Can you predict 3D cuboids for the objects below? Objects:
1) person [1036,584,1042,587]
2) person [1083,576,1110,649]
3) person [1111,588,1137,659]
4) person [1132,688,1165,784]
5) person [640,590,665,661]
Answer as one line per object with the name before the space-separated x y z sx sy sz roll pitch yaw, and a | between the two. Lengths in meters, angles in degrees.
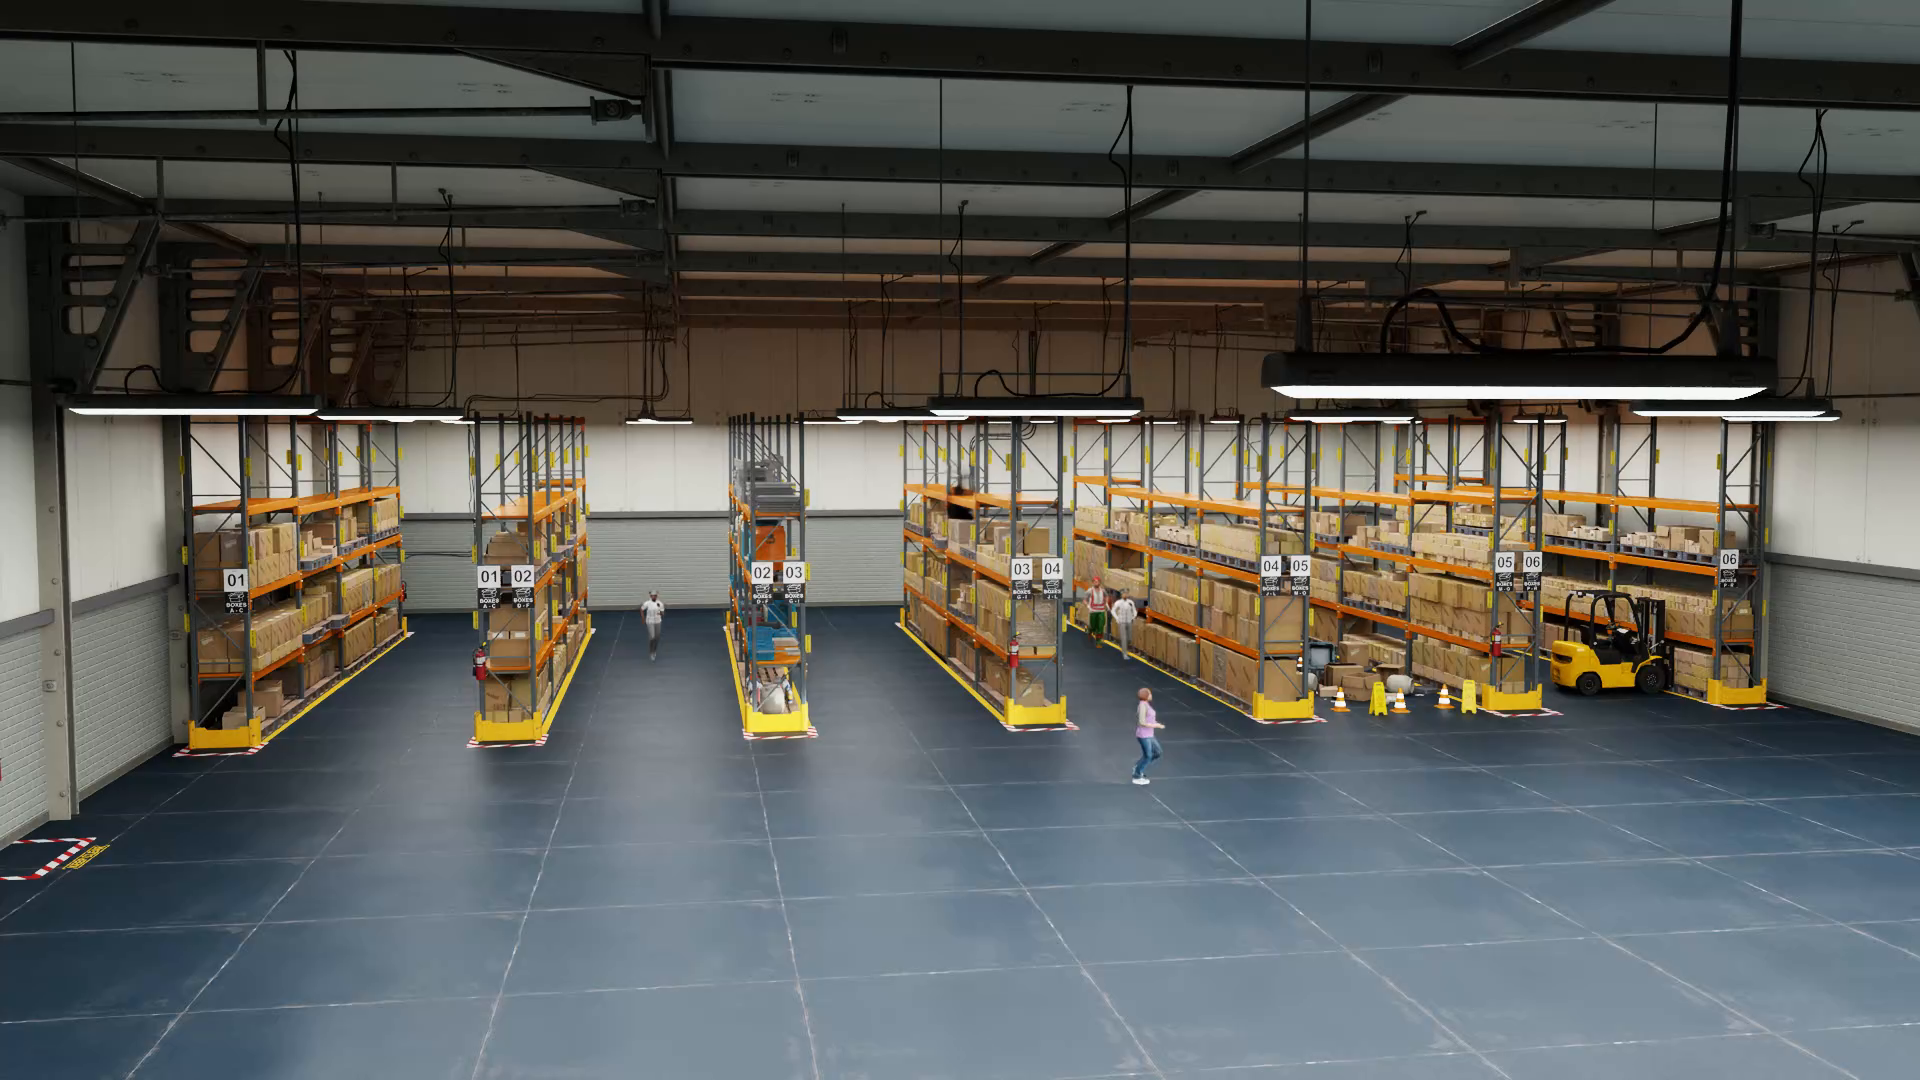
person | 2.519 1.518 49.144 0.669 1.791 0.742 -3 5 -37
person | 3.379 1.773 40.978 0.669 1.757 0.848 -1 4 -11
person | 3.866 1.946 39.041 0.620 1.665 0.632 -1 4 -11
person | 3.020 3.128 26.574 0.548 1.558 0.518 1 4 17
person | -7.555 2.095 41.006 0.543 1.758 0.740 -2 4 -26
